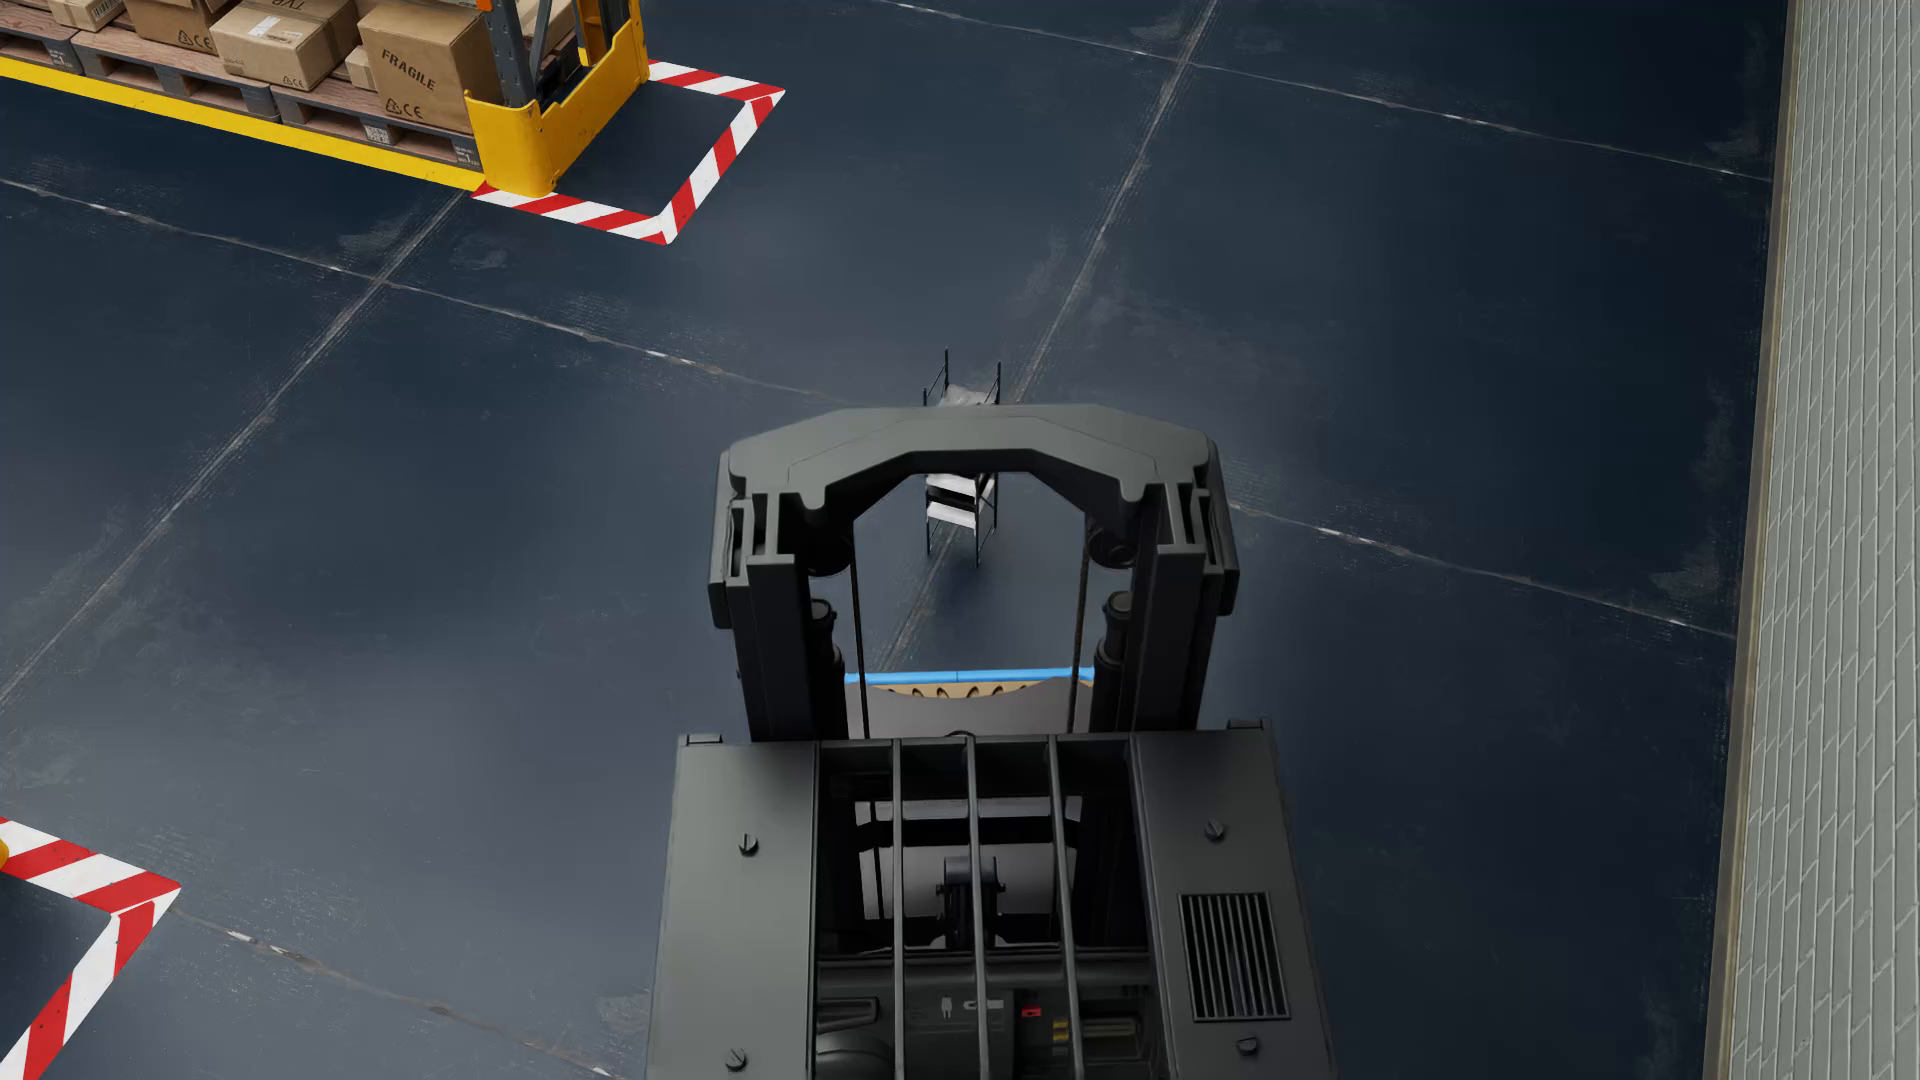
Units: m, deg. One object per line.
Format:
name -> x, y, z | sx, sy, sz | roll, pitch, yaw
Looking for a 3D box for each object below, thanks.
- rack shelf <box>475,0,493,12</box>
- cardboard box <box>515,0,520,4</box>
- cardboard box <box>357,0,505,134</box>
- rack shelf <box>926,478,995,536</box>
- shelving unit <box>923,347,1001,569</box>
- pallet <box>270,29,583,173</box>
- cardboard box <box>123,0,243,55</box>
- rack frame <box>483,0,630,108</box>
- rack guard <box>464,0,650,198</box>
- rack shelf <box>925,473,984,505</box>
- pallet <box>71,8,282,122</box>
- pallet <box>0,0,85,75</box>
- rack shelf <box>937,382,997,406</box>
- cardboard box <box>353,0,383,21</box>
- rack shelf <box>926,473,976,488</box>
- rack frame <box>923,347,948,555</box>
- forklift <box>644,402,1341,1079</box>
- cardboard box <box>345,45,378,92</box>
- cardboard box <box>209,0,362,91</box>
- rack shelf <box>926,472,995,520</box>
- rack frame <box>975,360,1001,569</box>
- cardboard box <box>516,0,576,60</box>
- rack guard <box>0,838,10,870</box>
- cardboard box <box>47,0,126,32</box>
rack shelf -> -3.776, -3.351, 8.012 | 4.000, 0.370, 1.077 | 16, 51, 13
cardboard box -> -2.408, -2.698, 8.553 | 0.250, 0.166, 0.380 | 16, 51, 13
cardboard box -> -2.495, -2.356, 8.036 | 0.500, 0.500, 0.500 | 16, 51, 13
rack shelf -> 0.008, -0.153, 6.436 | 0.200, 0.077, 0.258 | 16, 51, 13
shelving unit -> 0.008, -0.293, 6.275 | 0.210, 0.900, 0.258 | 16, 51, 13
pallet -> -2.720, -2.377, 8.538 | 1.213, 0.211, 1.003 | 16, 51, 13
cardboard box -> -3.888, -2.948, 8.548 | 0.637, 0.503, 0.797 | 16, 51, 13
rack frame -> -1.900, -3.063, 7.286 | 0.127, 3.000, 1.000 | 16, 51, 13
rack guard -> -1.971, -2.264, 8.248 | 0.348, 0.500, 1.175 | 16, 51, 13
rack shelf -> 0.008, -0.271, 6.300 | 0.200, 0.077, 0.258 | 16, 51, 13
pallet -> -3.860, -2.698, 8.815 | 1.213, 0.211, 1.003 | 16, 51, 13
pallet -> -5.008, -3.016, 9.091 | 1.213, 0.211, 1.003 | 16, 51, 13
rack shelf -> 0.008, -0.448, 6.096 | 0.200, 0.077, 0.258 | 16, 51, 13
cardboard box -> -2.781, -2.781, 8.570 | 0.500, 0.250, 0.500 | 16, 51, 13
rack shelf -> 0.008, -0.330, 6.232 | 0.200, 0.077, 0.258 | 16, 51, 13
rack frame -> -0.088, -0.319, 6.298 | 0.006, 0.900, 0.240 | 16, 51, 13
forklift -> 0.039, 1.242, 3.601 | 1.130, 2.935, 3.031 | -1, 49, -1
cardboard box -> -2.844, -2.416, 8.310 | 0.250, 0.166, 0.380 | 16, 51, 13
cardboard box -> -3.376, -2.544, 8.365 | 0.500, 0.250, 0.500 | 16, 51, 13
rack shelf -> 0.008, -0.212, 6.368 | 0.200, 0.077, 0.258 | 16, 51, 13
rack frame -> 0.103, -0.266, 6.252 | 0.006, 0.900, 0.240 | 16, 51, 13
cardboard box -> -2.174, -2.626, 8.503 | 0.250, 0.149, 0.380 | 16, 51, 13
rack guard -> -3.593, 1.263, 5.191 | 0.348, 0.500, 1.175 | 16, 51, 13
cardboard box -> -4.519, -2.844, 8.680 | 0.250, 0.166, 0.380 | 16, 51, 13
